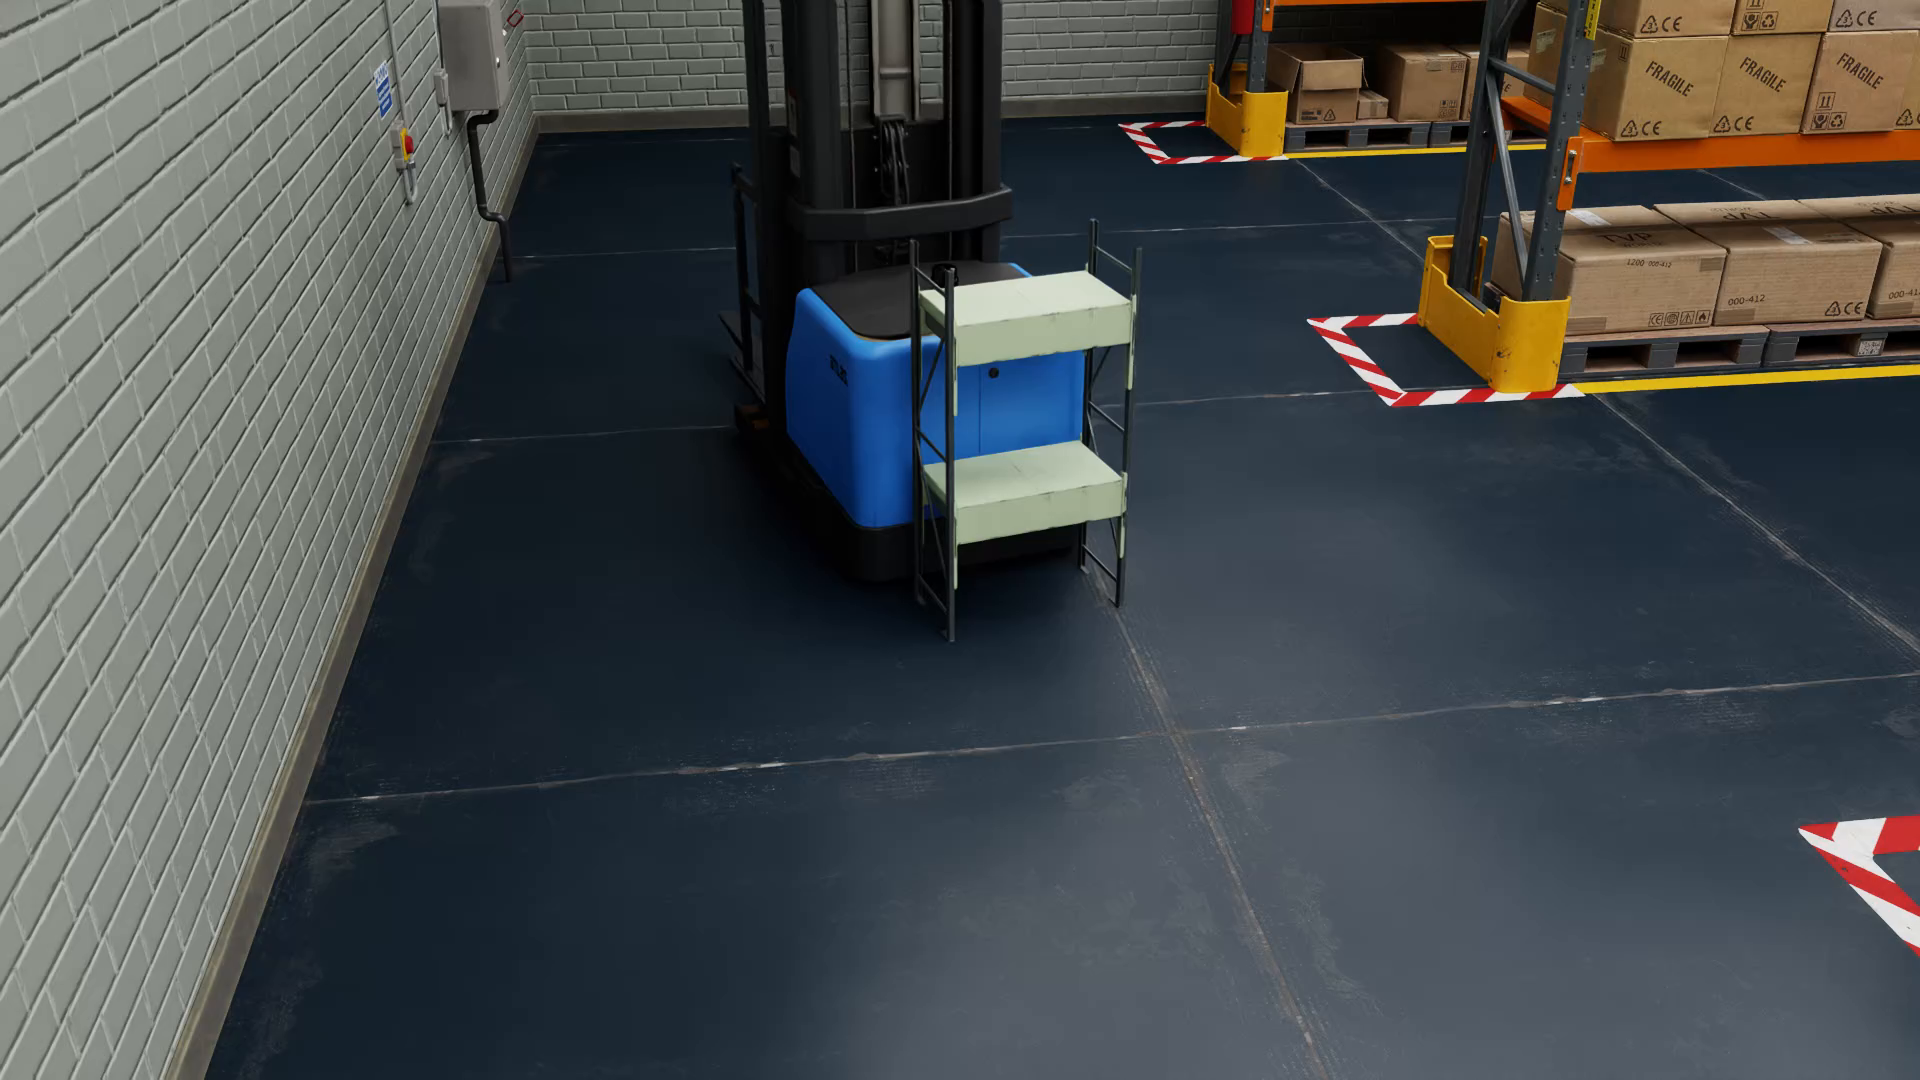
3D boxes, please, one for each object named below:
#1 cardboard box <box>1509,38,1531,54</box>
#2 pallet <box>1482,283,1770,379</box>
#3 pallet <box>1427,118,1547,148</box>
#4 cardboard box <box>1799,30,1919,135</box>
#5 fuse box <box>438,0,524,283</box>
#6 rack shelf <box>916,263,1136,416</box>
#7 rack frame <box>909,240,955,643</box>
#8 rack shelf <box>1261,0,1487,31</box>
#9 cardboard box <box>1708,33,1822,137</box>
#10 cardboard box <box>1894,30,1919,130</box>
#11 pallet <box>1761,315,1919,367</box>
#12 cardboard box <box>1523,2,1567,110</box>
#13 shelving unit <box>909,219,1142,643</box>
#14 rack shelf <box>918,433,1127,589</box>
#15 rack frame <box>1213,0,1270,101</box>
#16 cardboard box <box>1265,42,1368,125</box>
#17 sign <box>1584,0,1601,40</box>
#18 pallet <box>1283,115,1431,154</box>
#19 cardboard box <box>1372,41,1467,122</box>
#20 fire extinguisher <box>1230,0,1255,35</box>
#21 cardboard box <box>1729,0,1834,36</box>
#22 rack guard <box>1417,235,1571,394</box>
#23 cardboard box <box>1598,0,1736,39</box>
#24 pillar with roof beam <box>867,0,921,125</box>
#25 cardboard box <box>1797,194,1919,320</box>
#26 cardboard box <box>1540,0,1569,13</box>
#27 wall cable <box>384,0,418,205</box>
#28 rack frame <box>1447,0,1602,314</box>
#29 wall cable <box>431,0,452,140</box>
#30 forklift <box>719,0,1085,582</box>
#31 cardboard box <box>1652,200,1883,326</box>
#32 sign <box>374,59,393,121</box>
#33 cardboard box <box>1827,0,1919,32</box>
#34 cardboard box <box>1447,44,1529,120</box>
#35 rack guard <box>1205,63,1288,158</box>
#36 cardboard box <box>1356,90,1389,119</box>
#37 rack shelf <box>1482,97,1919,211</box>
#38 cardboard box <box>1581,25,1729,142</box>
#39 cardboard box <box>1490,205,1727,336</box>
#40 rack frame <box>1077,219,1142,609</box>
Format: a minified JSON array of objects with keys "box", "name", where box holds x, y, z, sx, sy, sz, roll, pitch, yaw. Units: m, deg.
[{"box":[4.745,-3.795,13.639,0.500,0.500,0.700,-5,28,-9],"name":"cardboard box"},{"box":[3.723,-1.224,9.404,1.213,0.211,1.003,-4,27,-7],"name":"pallet"},{"box":[4.316,-3.513,13.866,1.213,0.211,1.003,-4,27,-7],"name":"pallet"},{"box":[4.460,-2.392,8.517,0.500,0.500,0.500,-4,27,-7],"name":"cardboard box"},{"box":[-2.787,-2.395,10.043,0.414,1.711,0.539,-4,27,-7],"name":"fuse box"},{"box":[0.237,-0.760,6.233,0.720,0.370,0.431,-10,29,-19],"name":"rack shelf"},{"box":[-0.104,-0.352,6.293,0.023,1.500,0.400,-10,29,-19],"name":"rack frame"},{"box":[4.227,-4.429,13.384,4.000,0.370,1.077,-4,27,-7],"name":"rack shelf"},{"box":[3.954,-2.368,8.470,0.500,0.500,0.500,-4,27,-8],"name":"cardboard box"},{"box":[4.954,-2.432,8.594,0.500,0.500,0.500,-3,27,-5],"name":"cardboard box"},{"box":[4.928,-1.300,9.552,1.213,0.211,1.003,-4,27,-7],"name":"pallet"},{"box":[3.382,-2.573,8.869,0.500,0.500,0.500,-4,27,-7],"name":"cardboard box"},{"box":[0.237,-0.413,6.411,0.755,1.500,0.431,-10,29,-19],"name":"shelving unit"},{"box":[0.237,-0.123,6.560,0.720,0.370,0.431,-10,29,-19],"name":"rack shelf"},{"box":[2.246,-4.622,12.972,0.127,3.000,1.000,-4,27,-7],"name":"rack frame"},{"box":[2.865,-3.694,13.438,0.637,0.503,0.797,-5,28,-9],"name":"cardboard box"},{"box":[3.013,-2.547,7.894,0.005,0.325,0.100,-4,27,-7],"name":"sign"},{"box":[3.111,-3.437,13.718,1.213,0.211,1.003,-4,27,-7],"name":"pallet"},{"box":[3.717,-3.729,13.511,0.500,0.500,0.700,-3,27,-5],"name":"cardboard box"},{"box":[2.165,-4.203,12.649,0.183,0.674,0.296,-4,27,-7],"name":"fire extinguisher"},{"box":[3.967,-2.805,8.227,0.500,0.500,0.500,-4,27,-9],"name":"cardboard box"},{"box":[2.918,-1.265,9.167,0.348,0.500,1.175,-4,27,-7],"name":"rack guard"},{"box":[3.457,-2.769,8.157,0.500,0.500,0.500,-4,27,-8],"name":"cardboard box"},{"box":[0.051,-5.581,8.269,0.400,9.000,9.100,-4,27,-7],"name":"pillar with roof beam"},{"box":[5.380,-1.631,9.489,0.875,0.438,0.875,-4,27,-9],"name":"cardboard box"},{"box":[3.386,-3.006,8.618,0.500,0.500,0.500,-3,27,-5],"name":"cardboard box"},{"box":[-2.639,-2.475,7.640,0.123,1.953,0.585,-4,27,-7],"name":"wall cable"},{"box":[2.942,-2.378,8.599,0.127,3.000,1.000,-4,27,-7],"name":"rack frame"},{"box":[-2.848,-3.101,8.896,0.122,1.984,0.588,-4,27,-7],"name":"wall cable"},{"box":[-0.470,-1.786,7.521,1.130,2.935,3.031,-10,29,-19],"name":"forklift"},{"box":[4.486,-1.574,9.379,0.875,0.438,0.875,-3,27,-6],"name":"cardboard box"},{"box":[-2.693,-2.103,7.768,0.001,0.218,0.327,-4,27,-7],"name":"sign"},{"box":[4.476,-2.842,8.297,0.500,0.500,0.500,-4,27,-8],"name":"cardboard box"},{"box":[4.255,-3.718,13.488,0.500,0.500,0.500,-3,27,-6],"name":"cardboard box"},{"box":[2.322,-3.515,13.552,0.348,0.500,1.175,-4,27,-7],"name":"rack guard"},{"box":[3.291,-3.546,13.538,0.250,0.149,0.380,-5,28,-9],"name":"cardboard box"},{"box":[4.922,-2.185,9.011,4.000,0.370,1.077,-4,27,-7],"name":"rack shelf"},{"box":[3.457,-2.323,8.383,0.500,0.500,0.500,-4,27,-8],"name":"cardboard box"},{"box":[3.581,-1.512,9.258,0.875,0.438,0.875,-5,28,-9],"name":"cardboard box"},{"box":[0.578,-0.474,6.530,0.023,1.500,0.400,-10,29,-19],"name":"rack frame"}]
